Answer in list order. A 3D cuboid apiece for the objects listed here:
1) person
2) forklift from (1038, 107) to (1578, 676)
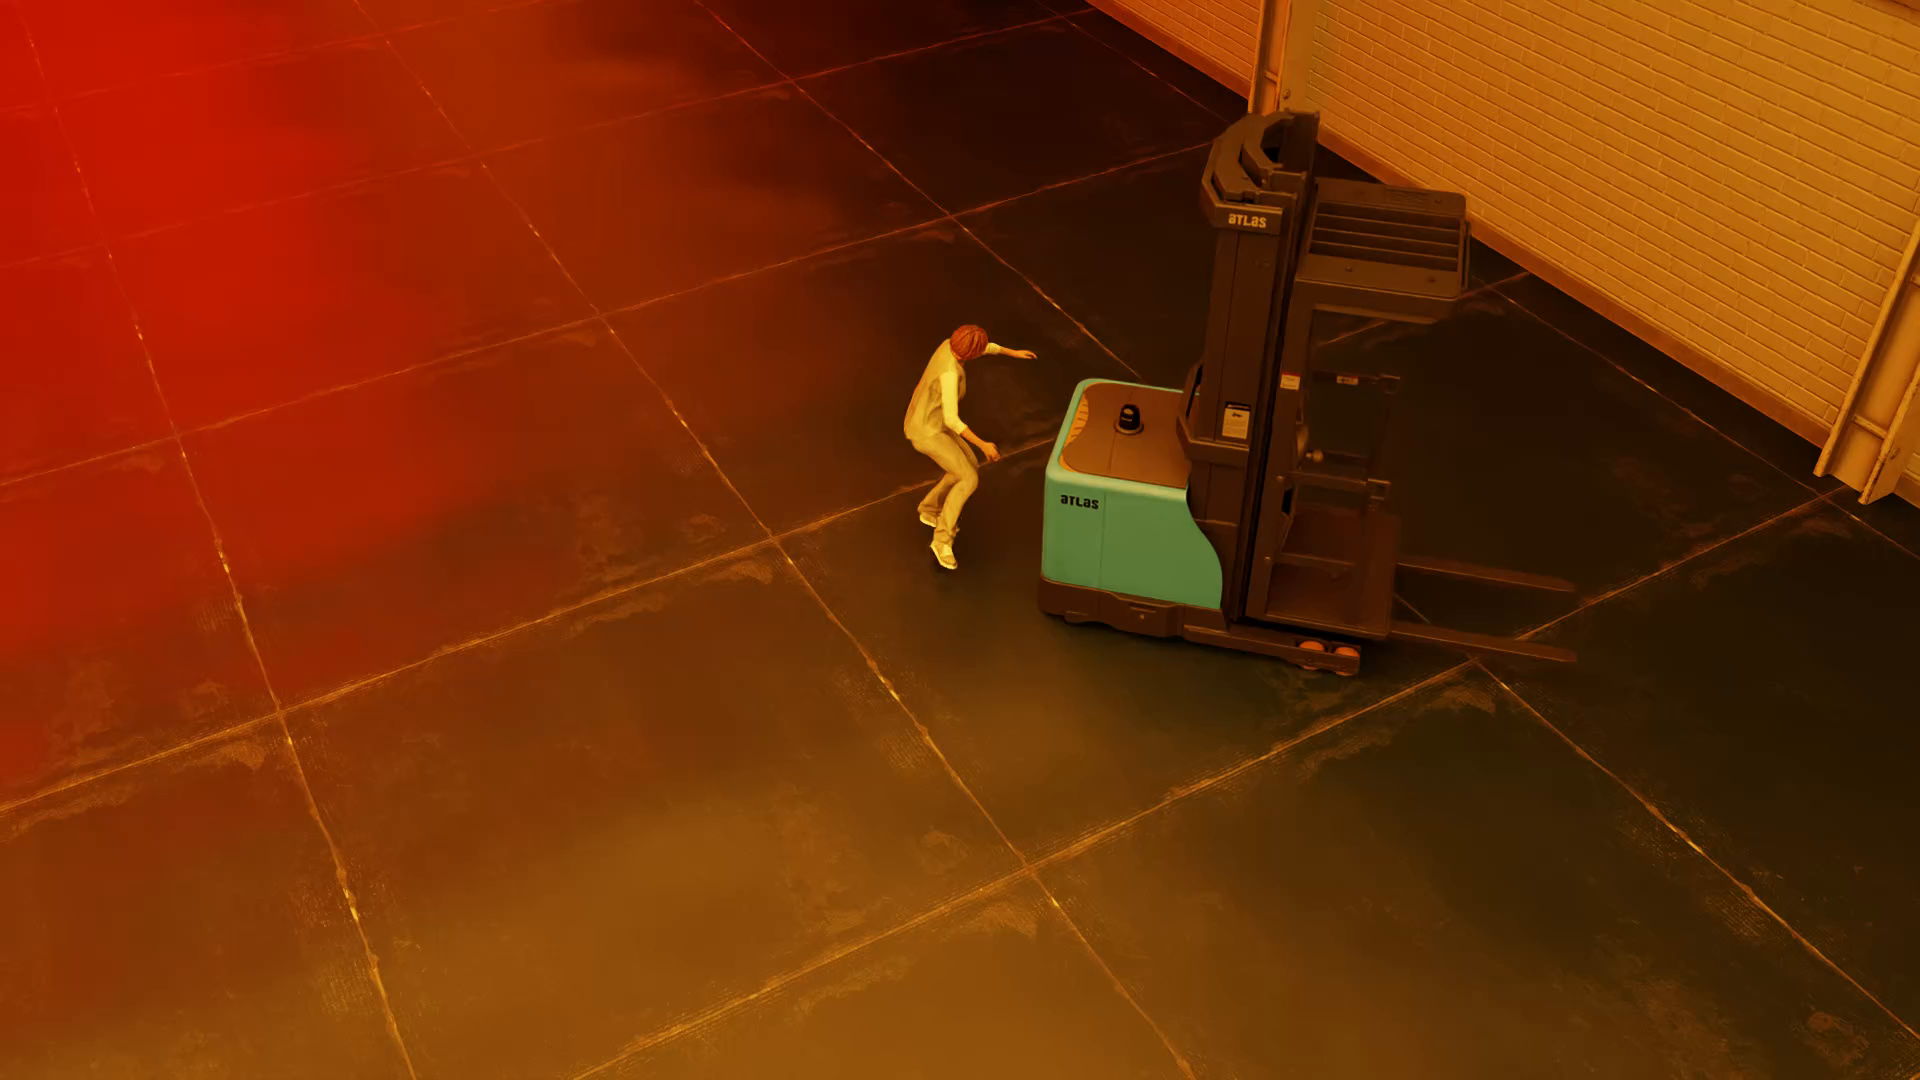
[{"bbox_3d":[0.065,-0.609,10.025,0.827,1.362,1.127,0,40,0],"label":"person"},{"bbox_3d":[2.031,-0.737,8.924,3.031,2.935,1.130,10,41,11],"label":"forklift"}]
